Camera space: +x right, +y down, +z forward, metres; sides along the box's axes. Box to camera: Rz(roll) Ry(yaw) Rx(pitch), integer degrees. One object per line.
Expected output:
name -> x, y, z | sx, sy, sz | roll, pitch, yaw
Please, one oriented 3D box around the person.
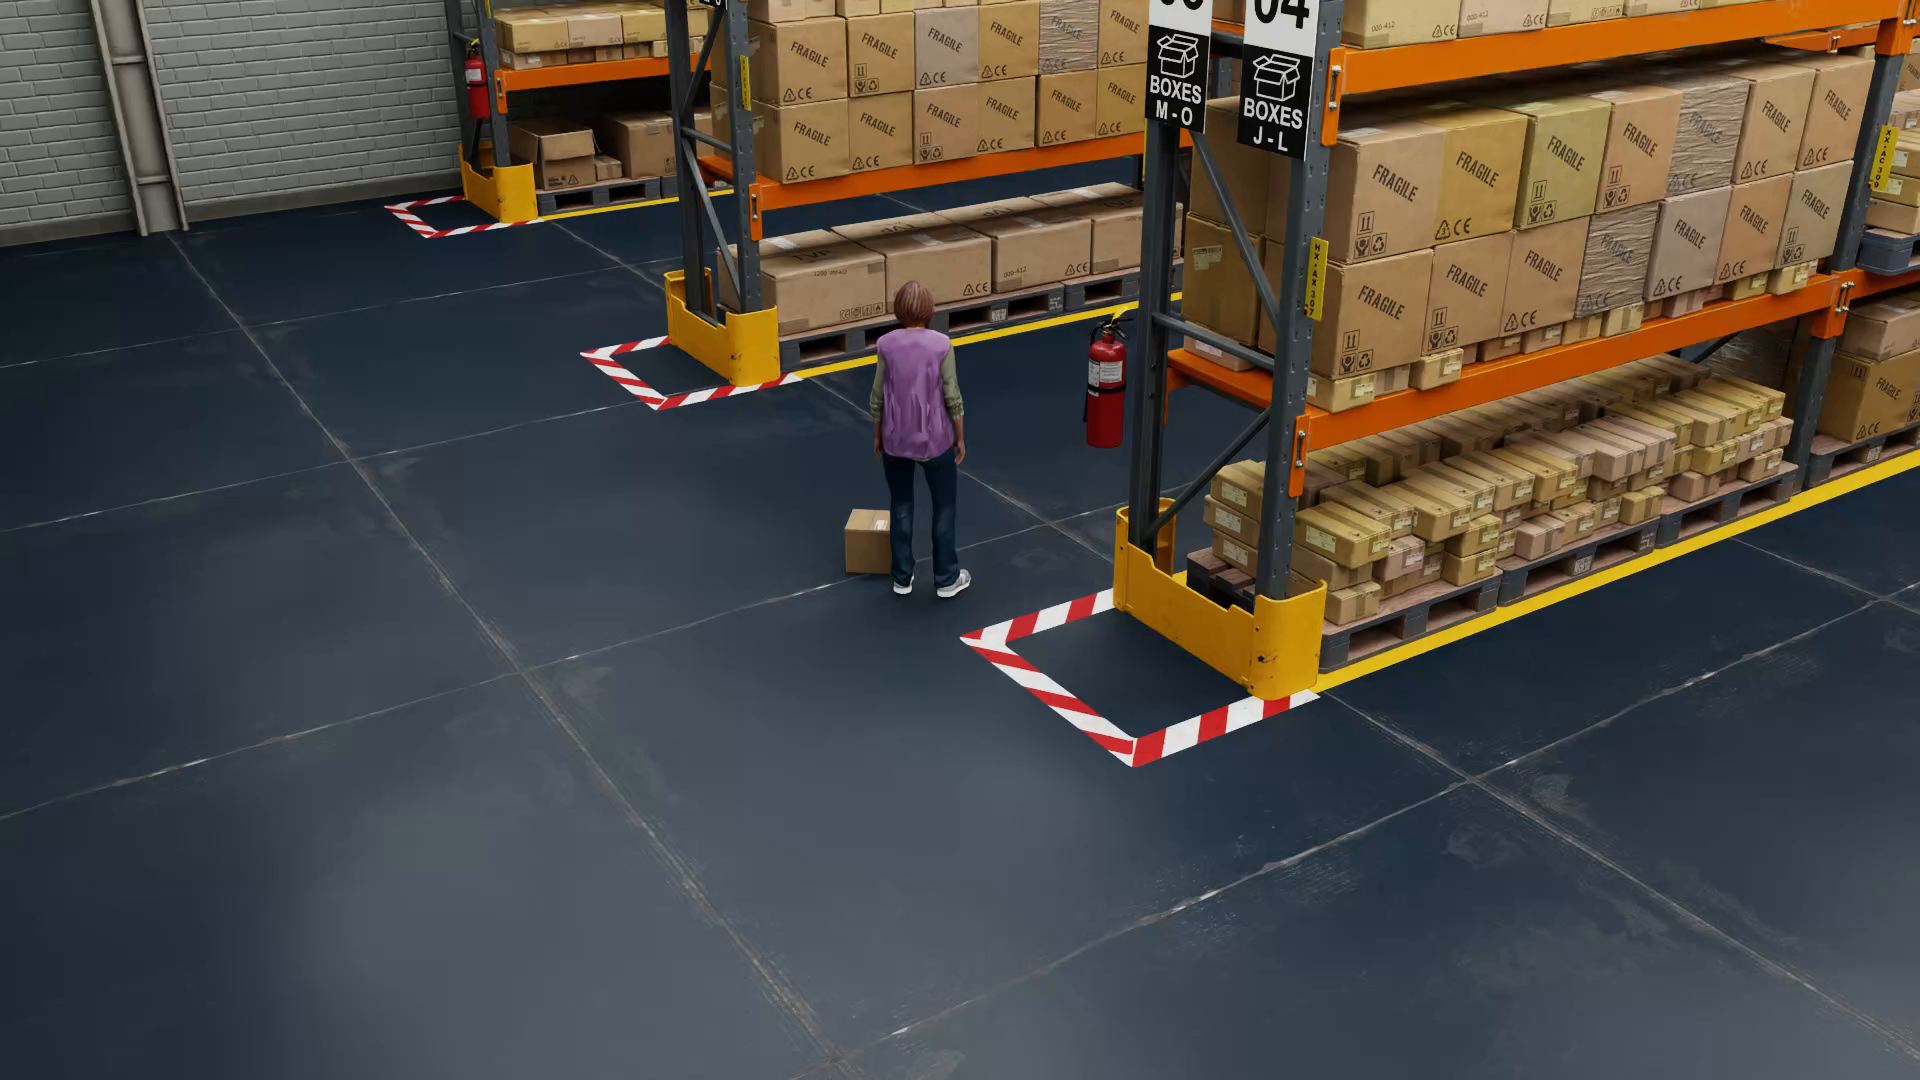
person -> -0.199, -0.469, 8.108 | 0.474, 1.592, 0.346 | 4, 26, 9
